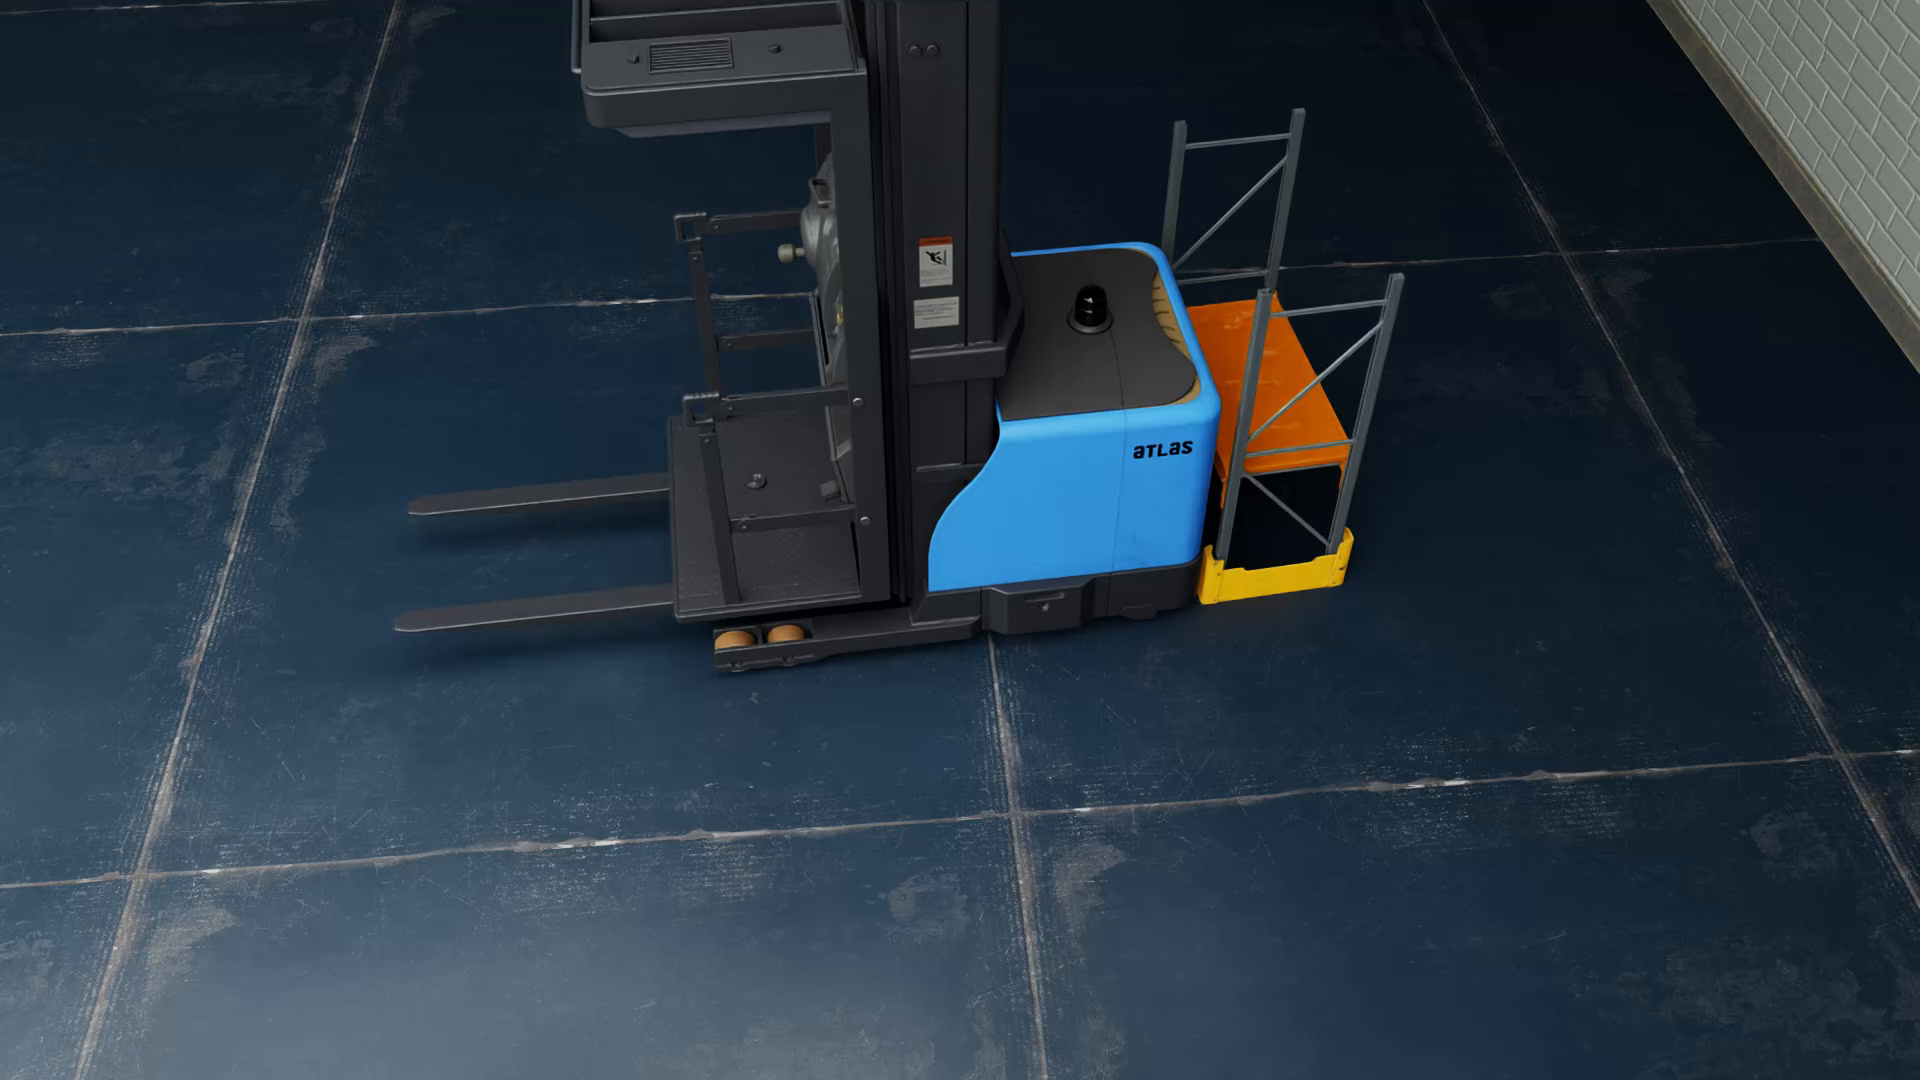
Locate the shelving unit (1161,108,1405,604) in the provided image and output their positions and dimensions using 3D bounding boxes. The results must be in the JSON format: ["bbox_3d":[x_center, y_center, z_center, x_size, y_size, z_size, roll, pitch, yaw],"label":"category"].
[{"bbox_3d":[1.136,-0.685,6.366,0.587,1.500,1.083,-8,47,-7],"label":"shelving unit"}]

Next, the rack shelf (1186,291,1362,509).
[{"bbox_3d":[1.134,-0.568,6.503,0.538,0.185,1.000,-8,47,-7],"label":"rack shelf"}]

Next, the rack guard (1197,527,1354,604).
[{"bbox_3d":[1.226,0.100,6.483,0.587,0.250,0.087,-8,47,-7],"label":"rack guard"}]

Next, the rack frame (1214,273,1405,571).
[{"bbox_3d":[1.227,-0.329,6.029,0.500,1.500,0.032,-8,47,-7],"label":"rack frame"}]

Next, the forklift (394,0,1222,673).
[{"bbox_3d":[-0.637,-0.922,5.605,3.031,2.935,1.130,-6,47,-6],"label":"forklift"}]

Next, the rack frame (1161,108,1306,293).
[{"bbox_3d":[1.042,-1.055,6.716,0.500,1.500,0.032,-8,47,-7],"label":"rack frame"}]
